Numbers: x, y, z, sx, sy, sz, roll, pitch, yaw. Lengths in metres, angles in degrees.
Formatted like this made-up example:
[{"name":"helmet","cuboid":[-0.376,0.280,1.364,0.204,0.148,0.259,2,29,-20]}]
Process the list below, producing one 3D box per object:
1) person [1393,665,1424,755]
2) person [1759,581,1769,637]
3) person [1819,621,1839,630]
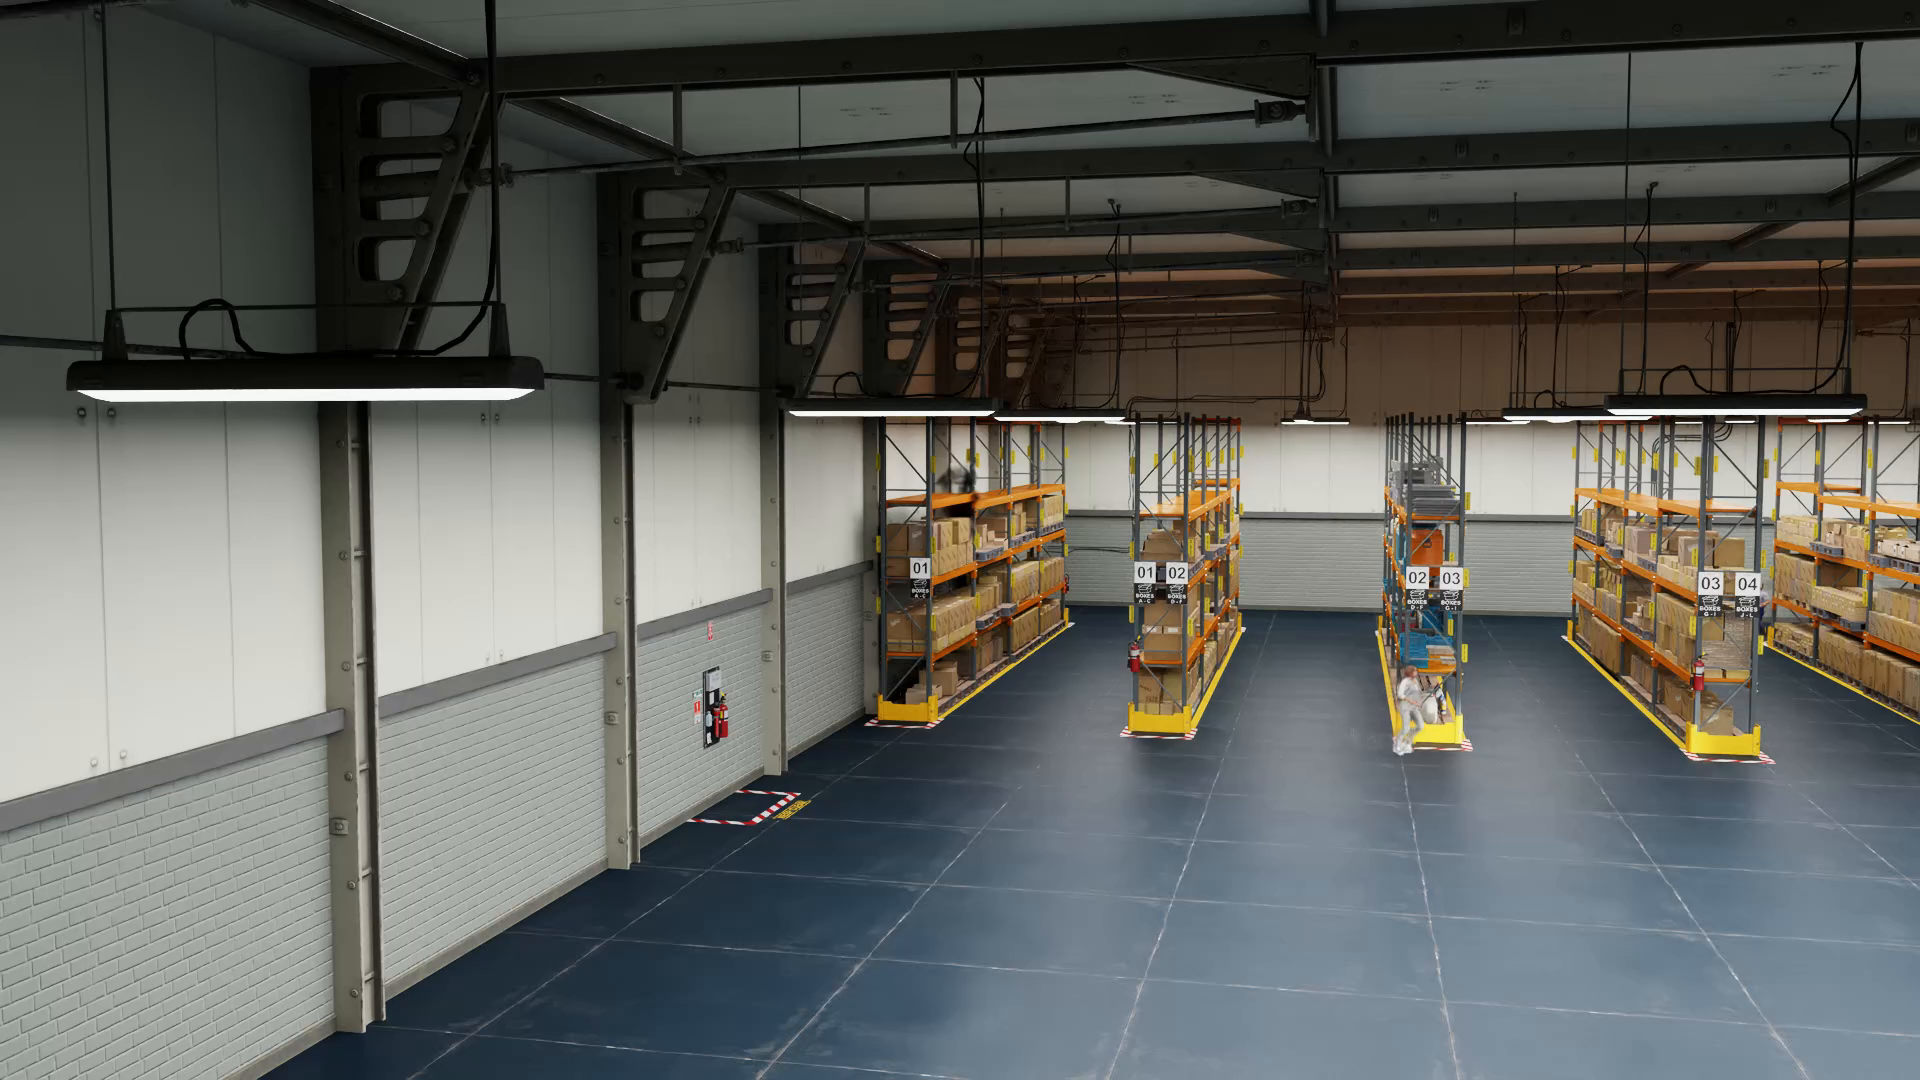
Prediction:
[{"name":"person","cuboid":[7.899,2.971,29.083,0.616,1.556,0.544,-3,5,-33]},{"name":"person","cuboid":[21.403,1.911,44.701,0.516,1.600,0.668,-1,4,-11]},{"name":"person","cuboid":[22.980,1.861,44.223,0.754,1.775,0.837,-1,4,-17]}]
